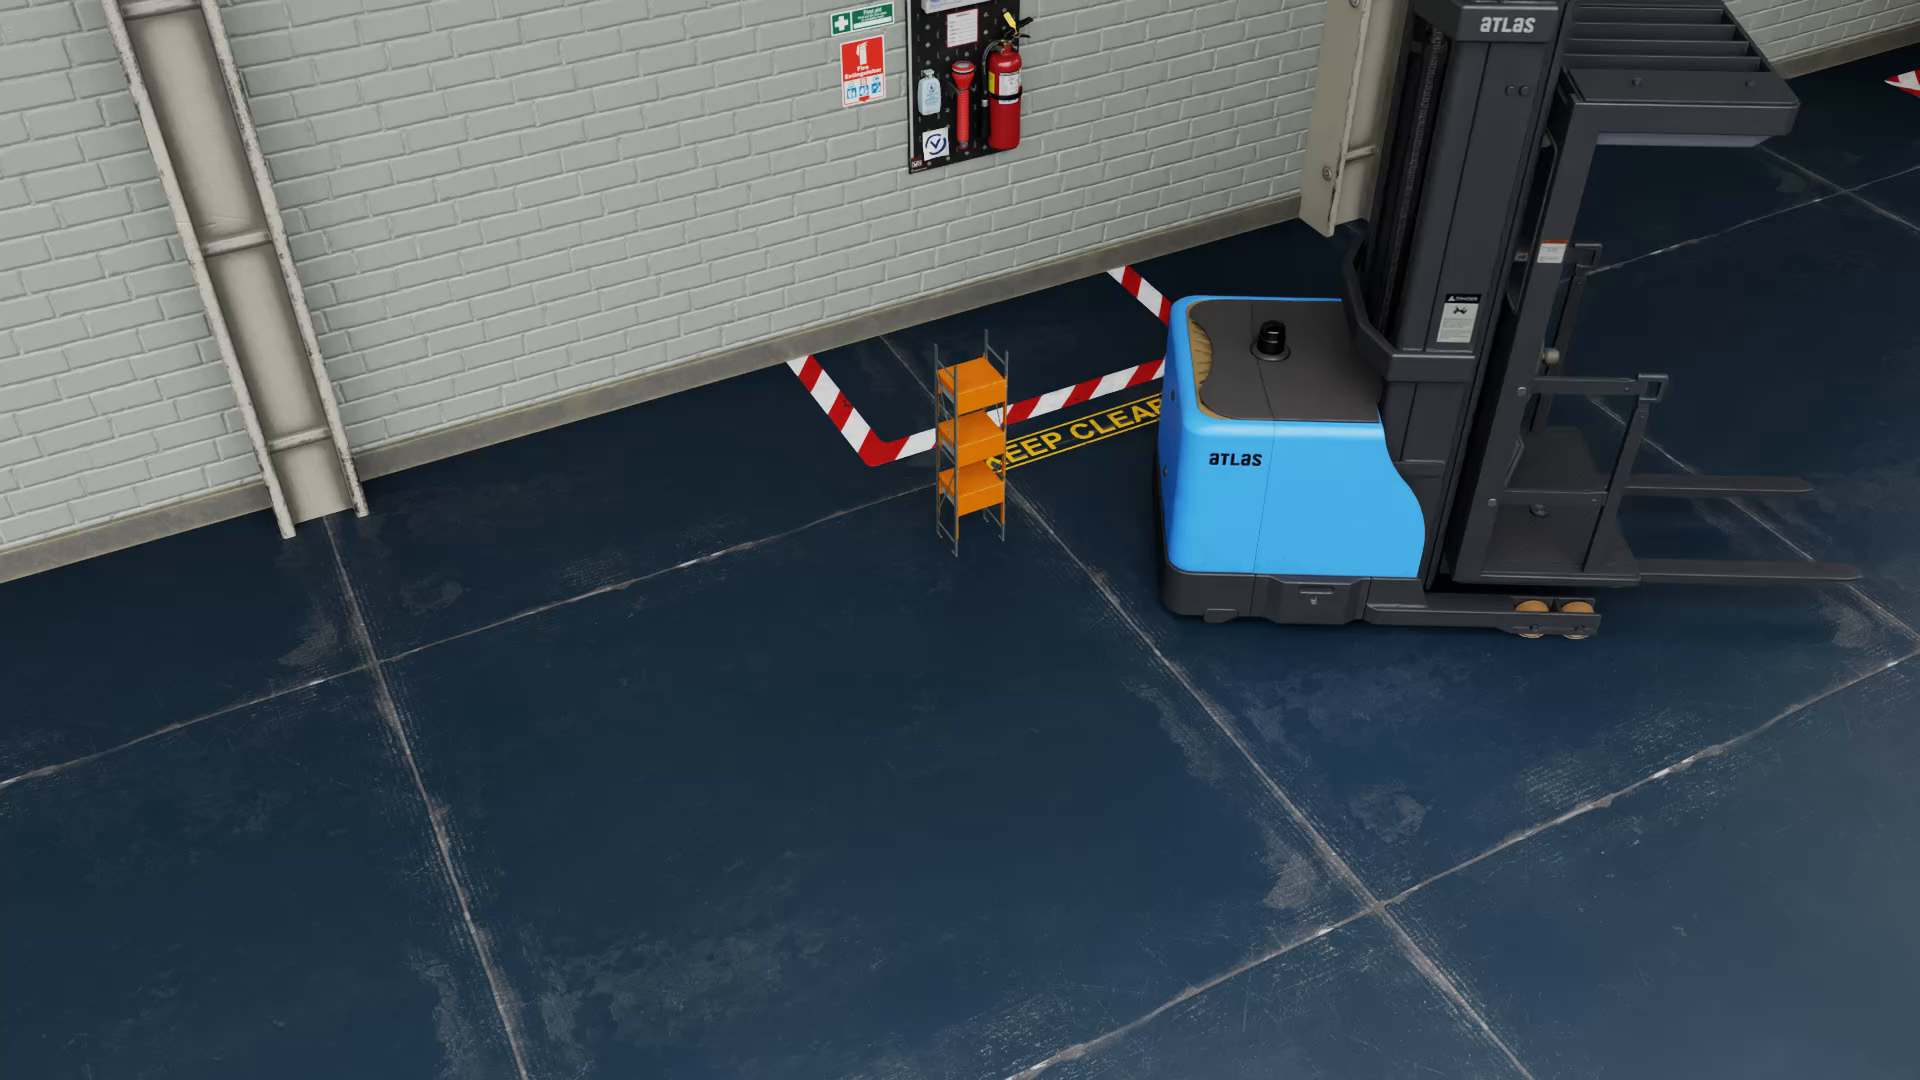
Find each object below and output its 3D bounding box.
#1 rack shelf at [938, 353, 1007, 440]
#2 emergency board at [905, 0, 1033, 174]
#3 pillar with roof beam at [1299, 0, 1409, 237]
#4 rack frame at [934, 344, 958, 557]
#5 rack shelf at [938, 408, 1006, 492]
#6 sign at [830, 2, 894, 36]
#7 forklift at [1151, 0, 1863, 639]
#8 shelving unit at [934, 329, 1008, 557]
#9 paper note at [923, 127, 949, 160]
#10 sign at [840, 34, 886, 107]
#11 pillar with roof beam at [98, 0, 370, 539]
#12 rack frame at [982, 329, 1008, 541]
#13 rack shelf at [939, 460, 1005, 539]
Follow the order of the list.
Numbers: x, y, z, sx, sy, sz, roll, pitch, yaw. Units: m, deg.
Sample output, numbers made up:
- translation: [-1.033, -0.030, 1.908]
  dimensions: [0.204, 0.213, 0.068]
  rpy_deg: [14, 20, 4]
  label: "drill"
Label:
- translation: [0.047, -0.625, 7.242]
  dimensions: [0.240, 0.259, 0.215]
  rpy_deg: [-19, 44, -21]
  label: "rack shelf"
- translation: [0.067, -2.372, 8.219]
  dimensions: [0.643, 1.169, 0.194]
  rpy_deg: [-19, 44, -21]
  label: "emergency board"
- translation: [4.265, -2.910, 4.212]
  dimensions: [0.400, 9.000, 9.100]
  rpy_deg: [-19, 44, -21]
  label: "pillar with roof beam"
- translation: [-0.061, -0.380, 7.376]
  dimensions: [0.008, 1.050, 0.200]
  rpy_deg: [-19, 44, -21]
  label: "rack frame"
- translation: [0.047, -0.409, 7.425]
  dimensions: [0.240, 0.259, 0.215]
  rpy_deg: [-19, 44, -21]
  label: "rack shelf"
- translation: [-0.463, -2.478, 7.907]
  dimensions: [0.331, 0.109, 0.001]
  rpy_deg: [-19, 44, -21]
  label: "sign"
- translation: [2.414, -1.041, 6.700]
  dimensions: [3.031, 2.935, 1.130]
  rpy_deg: [1, 40, 2]
  label: "forklift"
- translation: [0.047, -0.417, 7.419]
  dimensions: [0.252, 1.050, 0.215]
  rpy_deg: [-19, 44, -21]
  label: "shelving unit"
- translation: [-0.122, -2.022, 8.488]
  dimensions: [0.142, 0.148, 0.016]
  rpy_deg: [-19, 44, -21]
  label: "paper note"
- translation: [-0.471, -2.279, 8.082]
  dimensions: [0.234, 0.329, 0.001]
  rpy_deg: [-19, 44, -21]
  label: "sign"
- translation: [-1.056, -1.120, 2.097]
  dimensions: [0.400, 9.000, 9.100]
  rpy_deg: [-19, 44, -21]
  label: "pillar with roof beam"
- translation: [0.156, -0.453, 7.462]
  dimensions: [0.008, 1.050, 0.200]
  rpy_deg: [-19, 44, -21]
  label: "rack frame"
- translation: [0.047, -0.196, 7.605]
  dimensions: [0.240, 0.259, 0.215]
  rpy_deg: [-19, 44, -21]
  label: "rack shelf"
